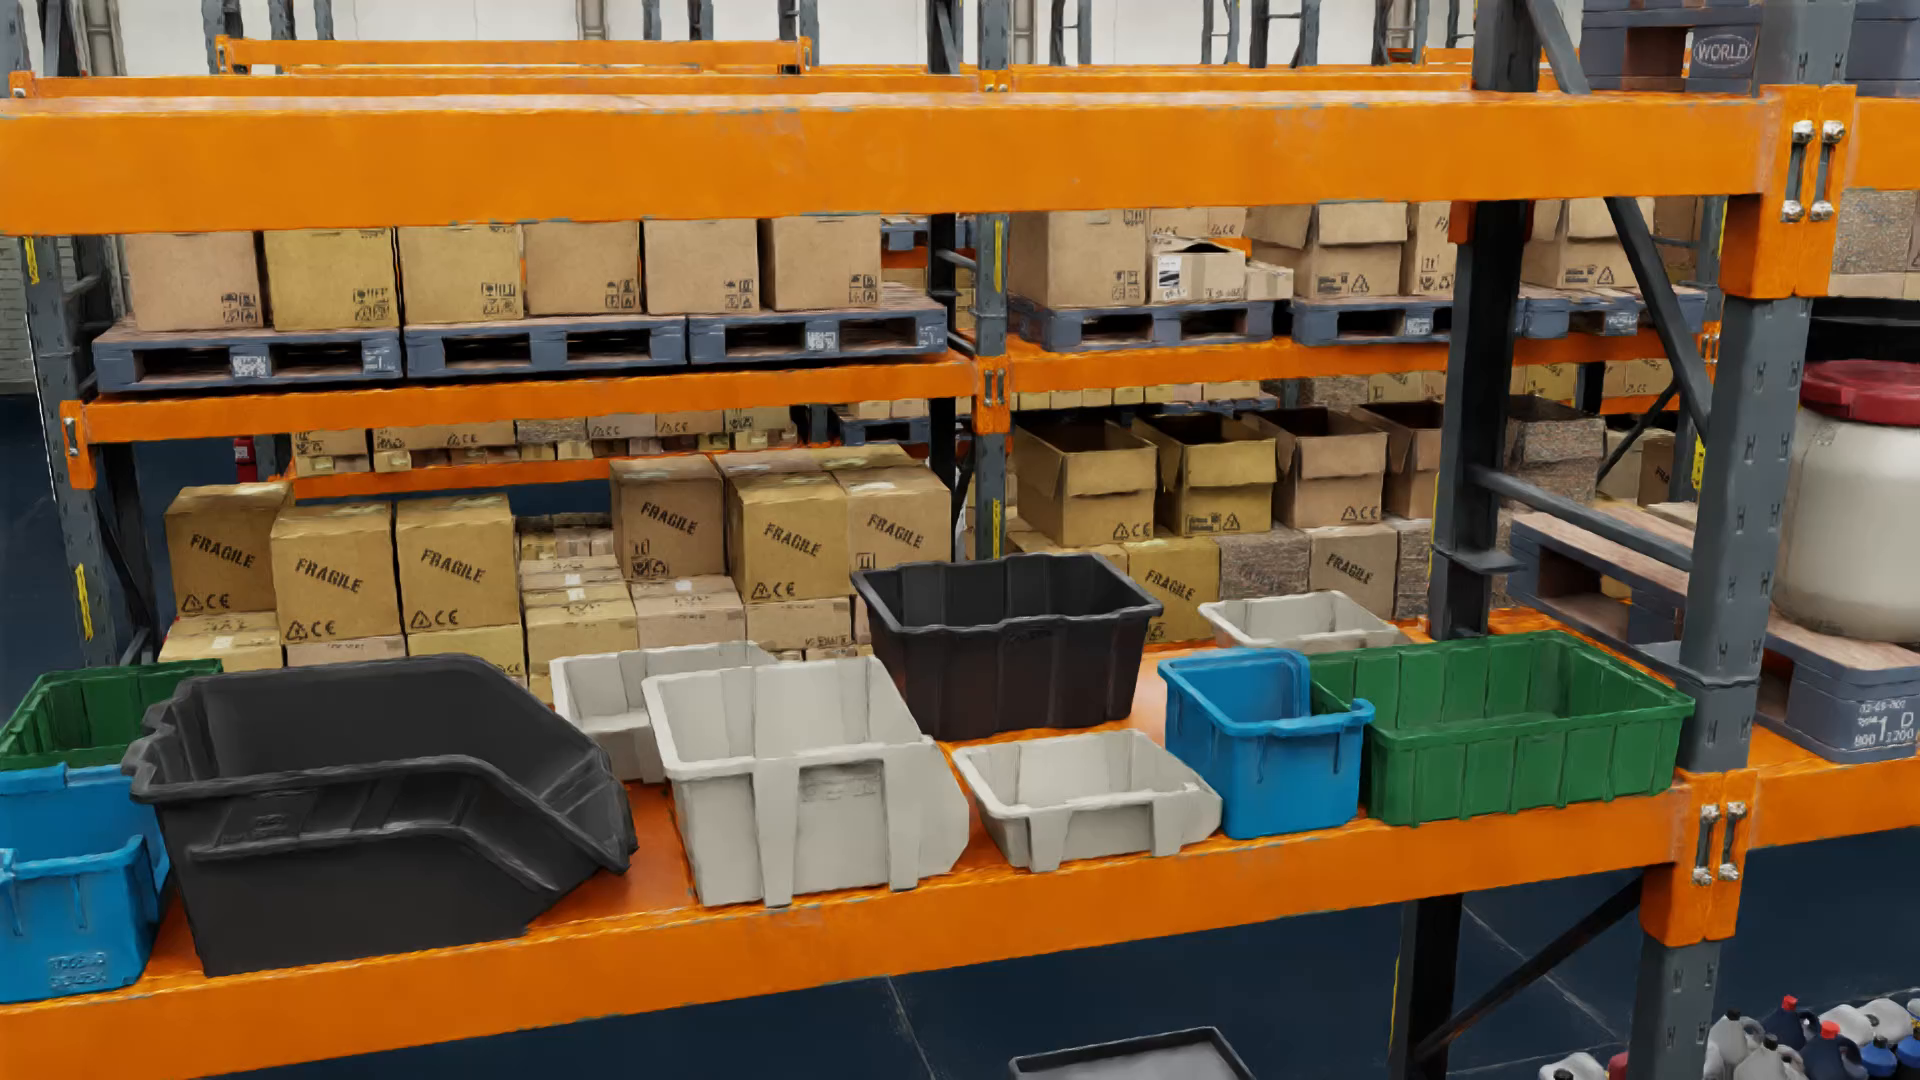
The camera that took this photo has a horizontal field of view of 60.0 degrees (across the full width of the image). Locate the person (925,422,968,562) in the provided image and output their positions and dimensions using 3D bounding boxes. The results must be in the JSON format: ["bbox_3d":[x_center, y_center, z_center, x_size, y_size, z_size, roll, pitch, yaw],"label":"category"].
[{"bbox_3d":[-0.096,-0.050,12.214,0.328,1.663,0.469,-4,17,-14],"label":"person"}]
